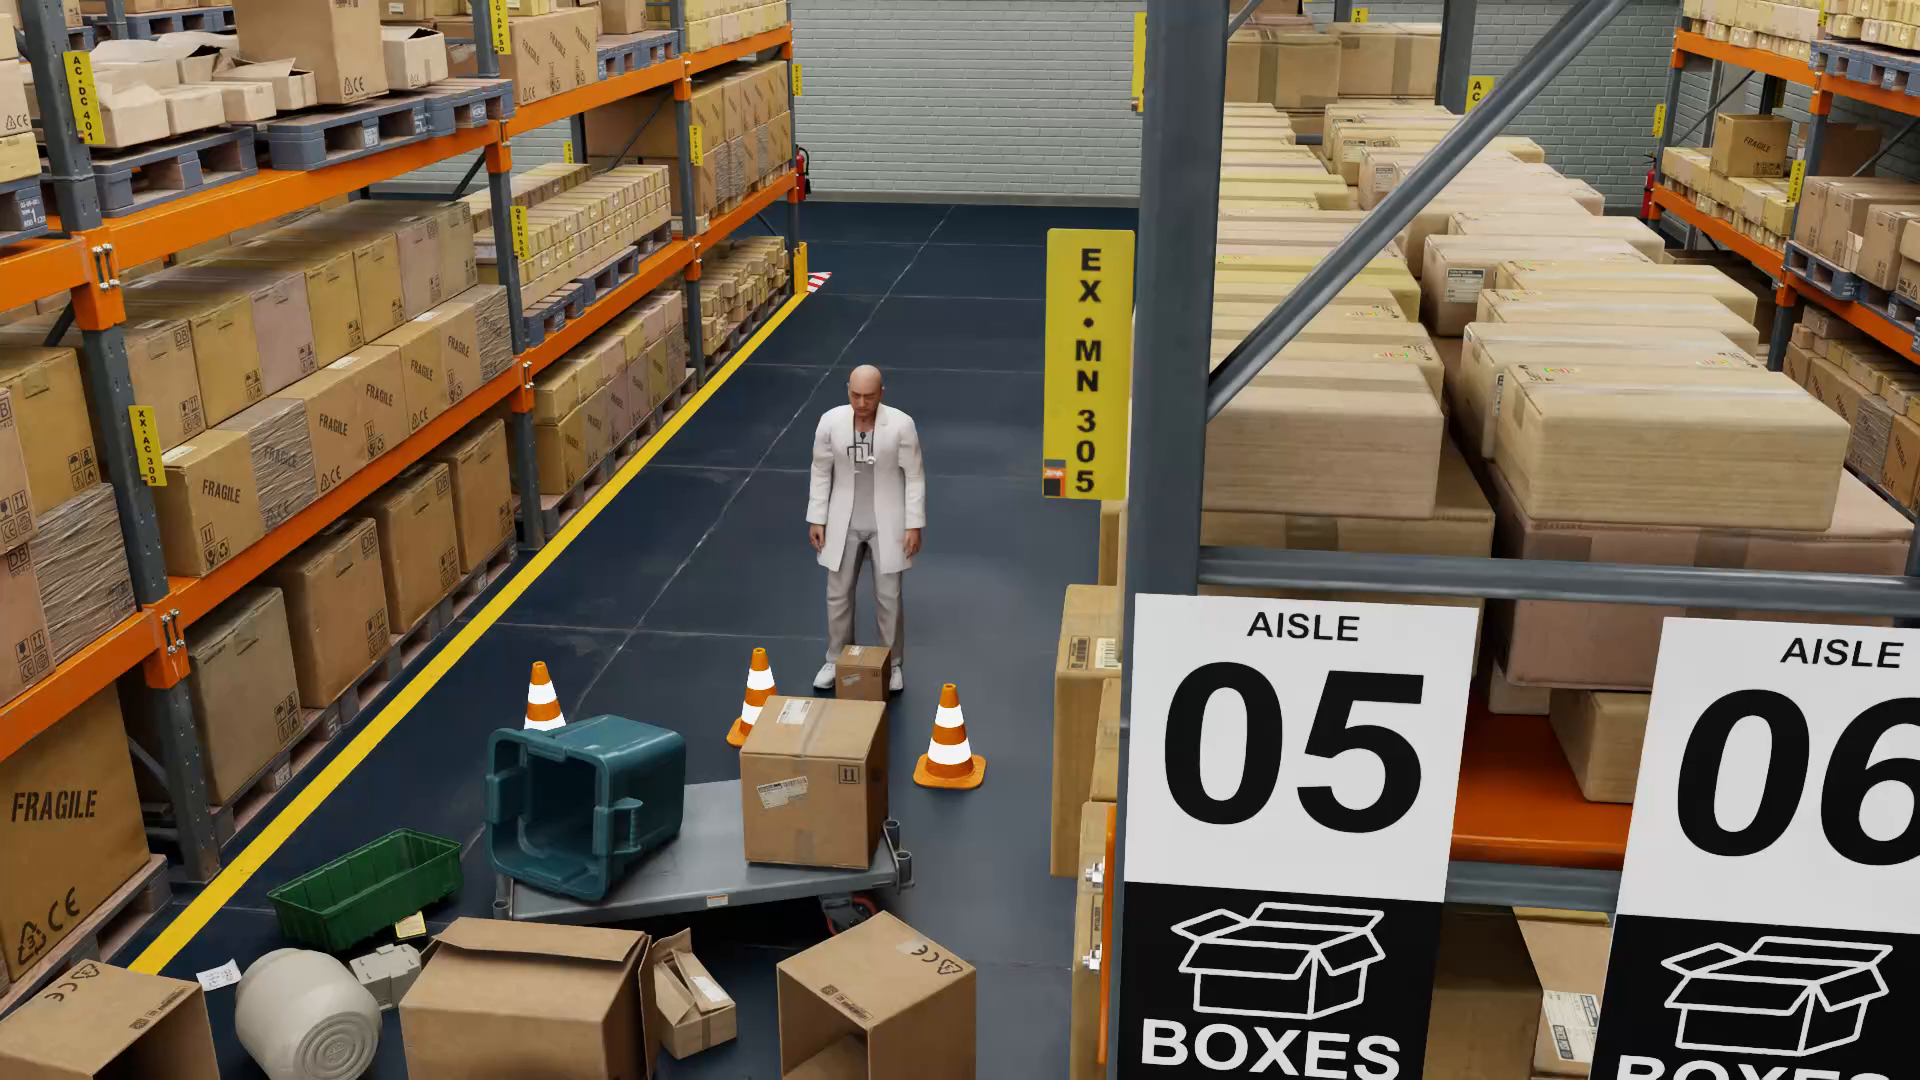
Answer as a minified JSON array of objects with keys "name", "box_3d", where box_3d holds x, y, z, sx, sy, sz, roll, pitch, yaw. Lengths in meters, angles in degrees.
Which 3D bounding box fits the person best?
[{"name":"person","box_3d":[-0.494,-0.072,8.791,0.643,1.774,0.423,3,21,7]}]
